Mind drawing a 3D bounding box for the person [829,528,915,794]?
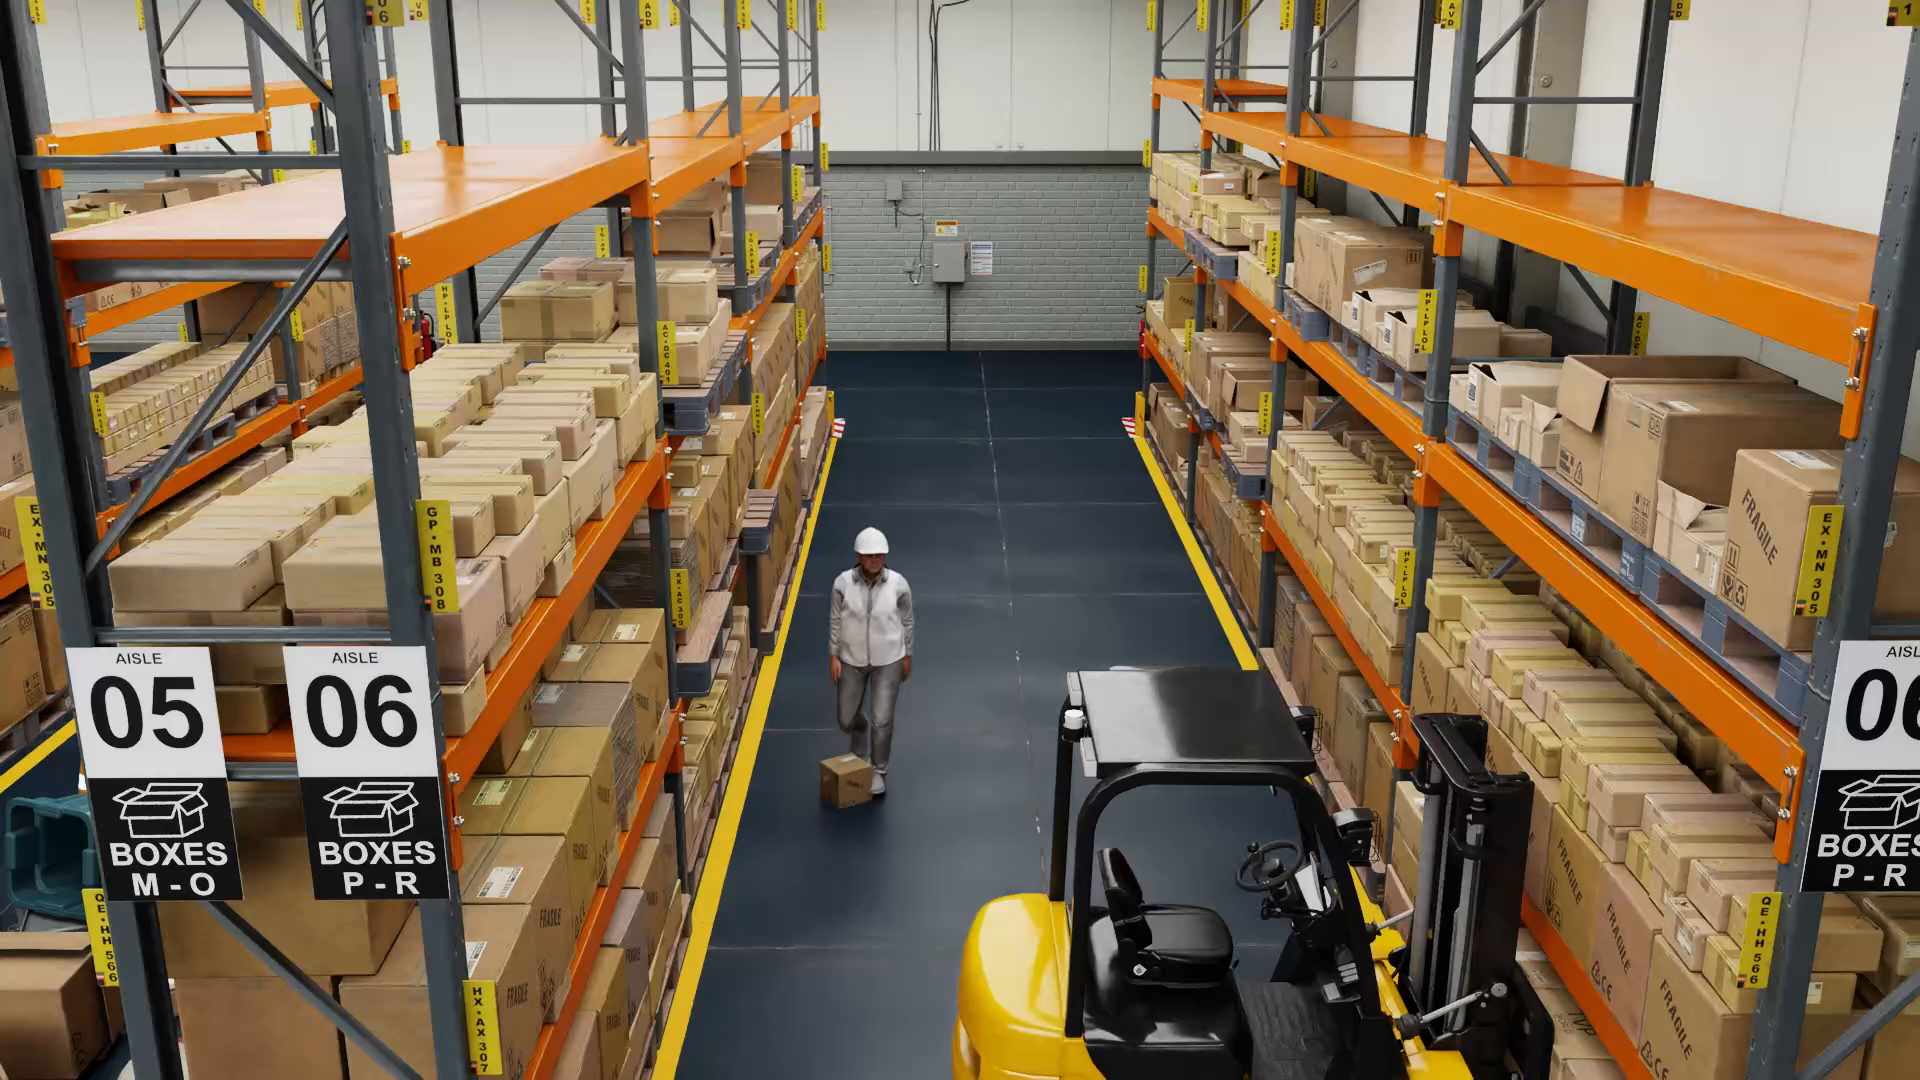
[{"bbox_3d":[-0.578,0.758,10.946,0.565,1.759,0.632,0,17,1],"label":"person"}]
